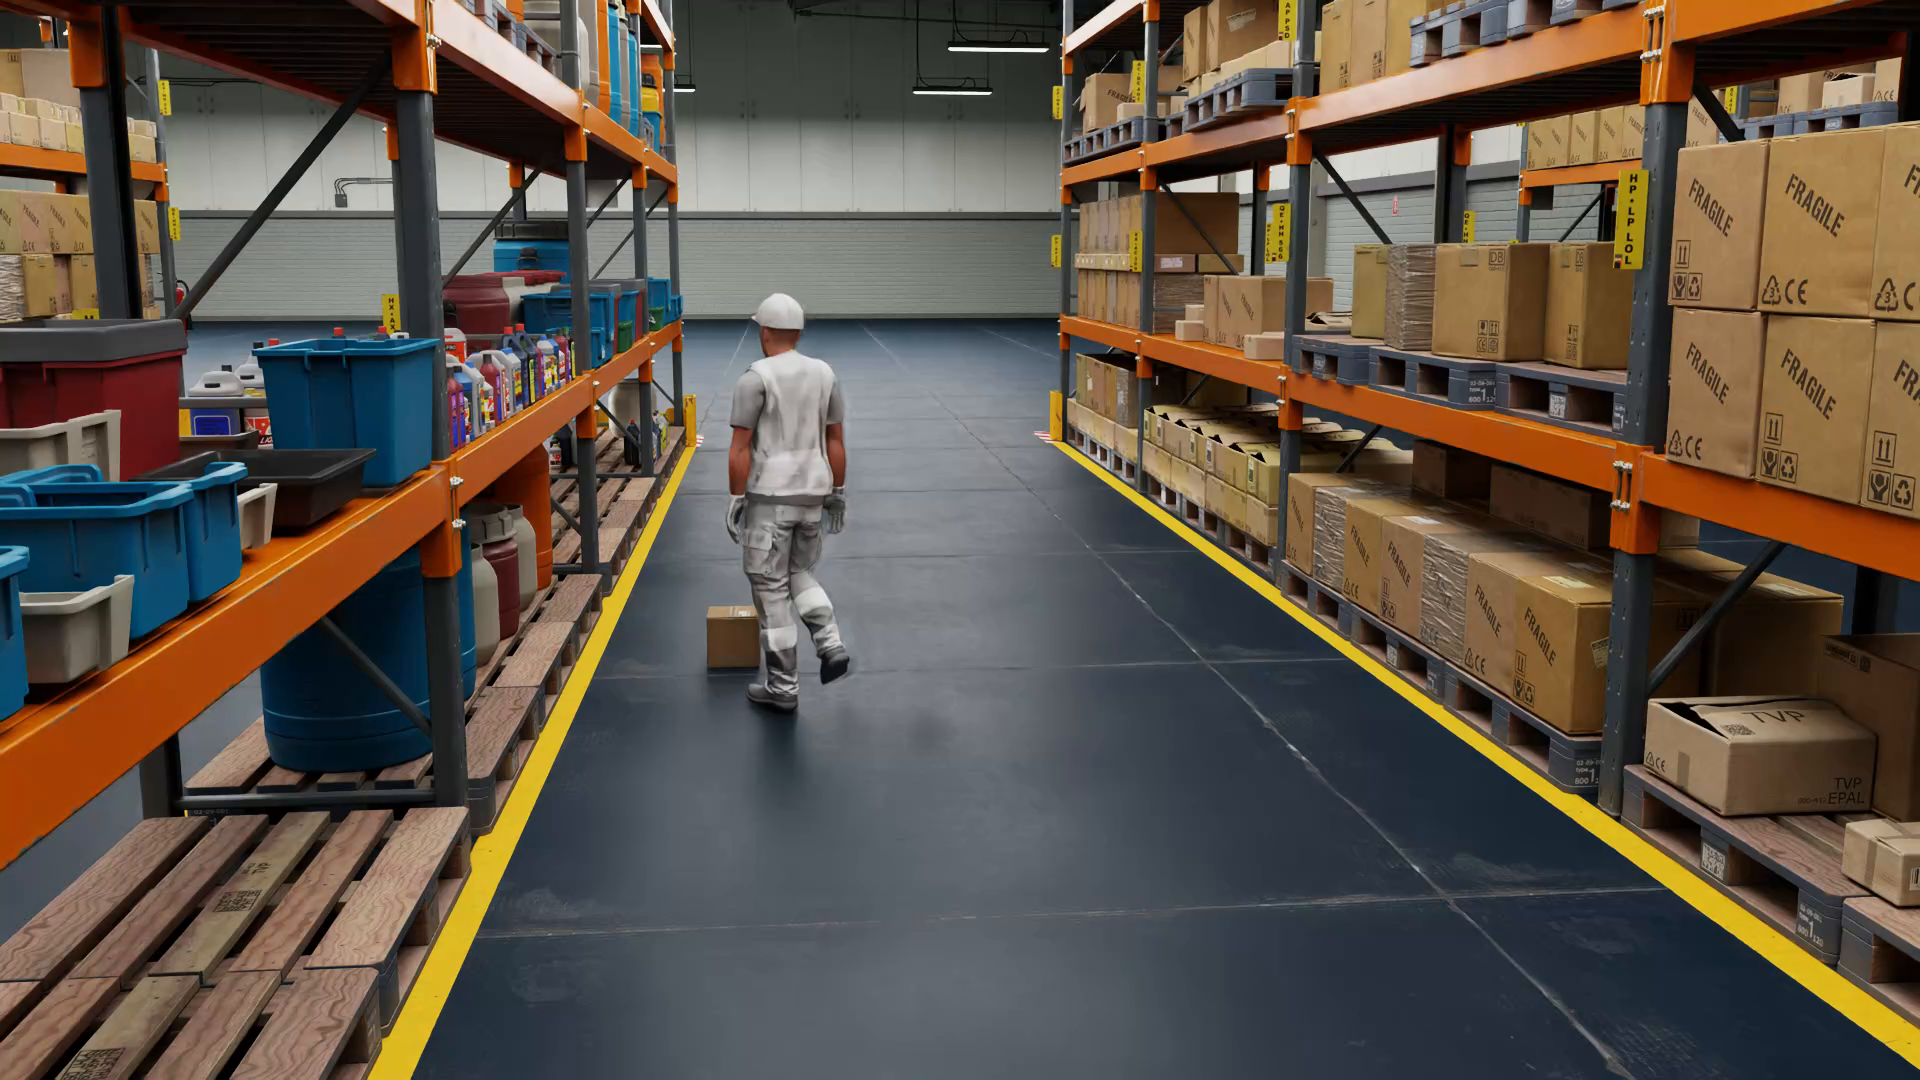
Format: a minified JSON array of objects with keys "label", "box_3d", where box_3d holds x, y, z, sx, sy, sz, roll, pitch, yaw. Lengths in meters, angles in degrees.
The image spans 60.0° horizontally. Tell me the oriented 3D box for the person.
[{"label":"person","box_3d":[-0.736,-0.170,7.225,0.479,1.779,0.580,10,14,44]}]
